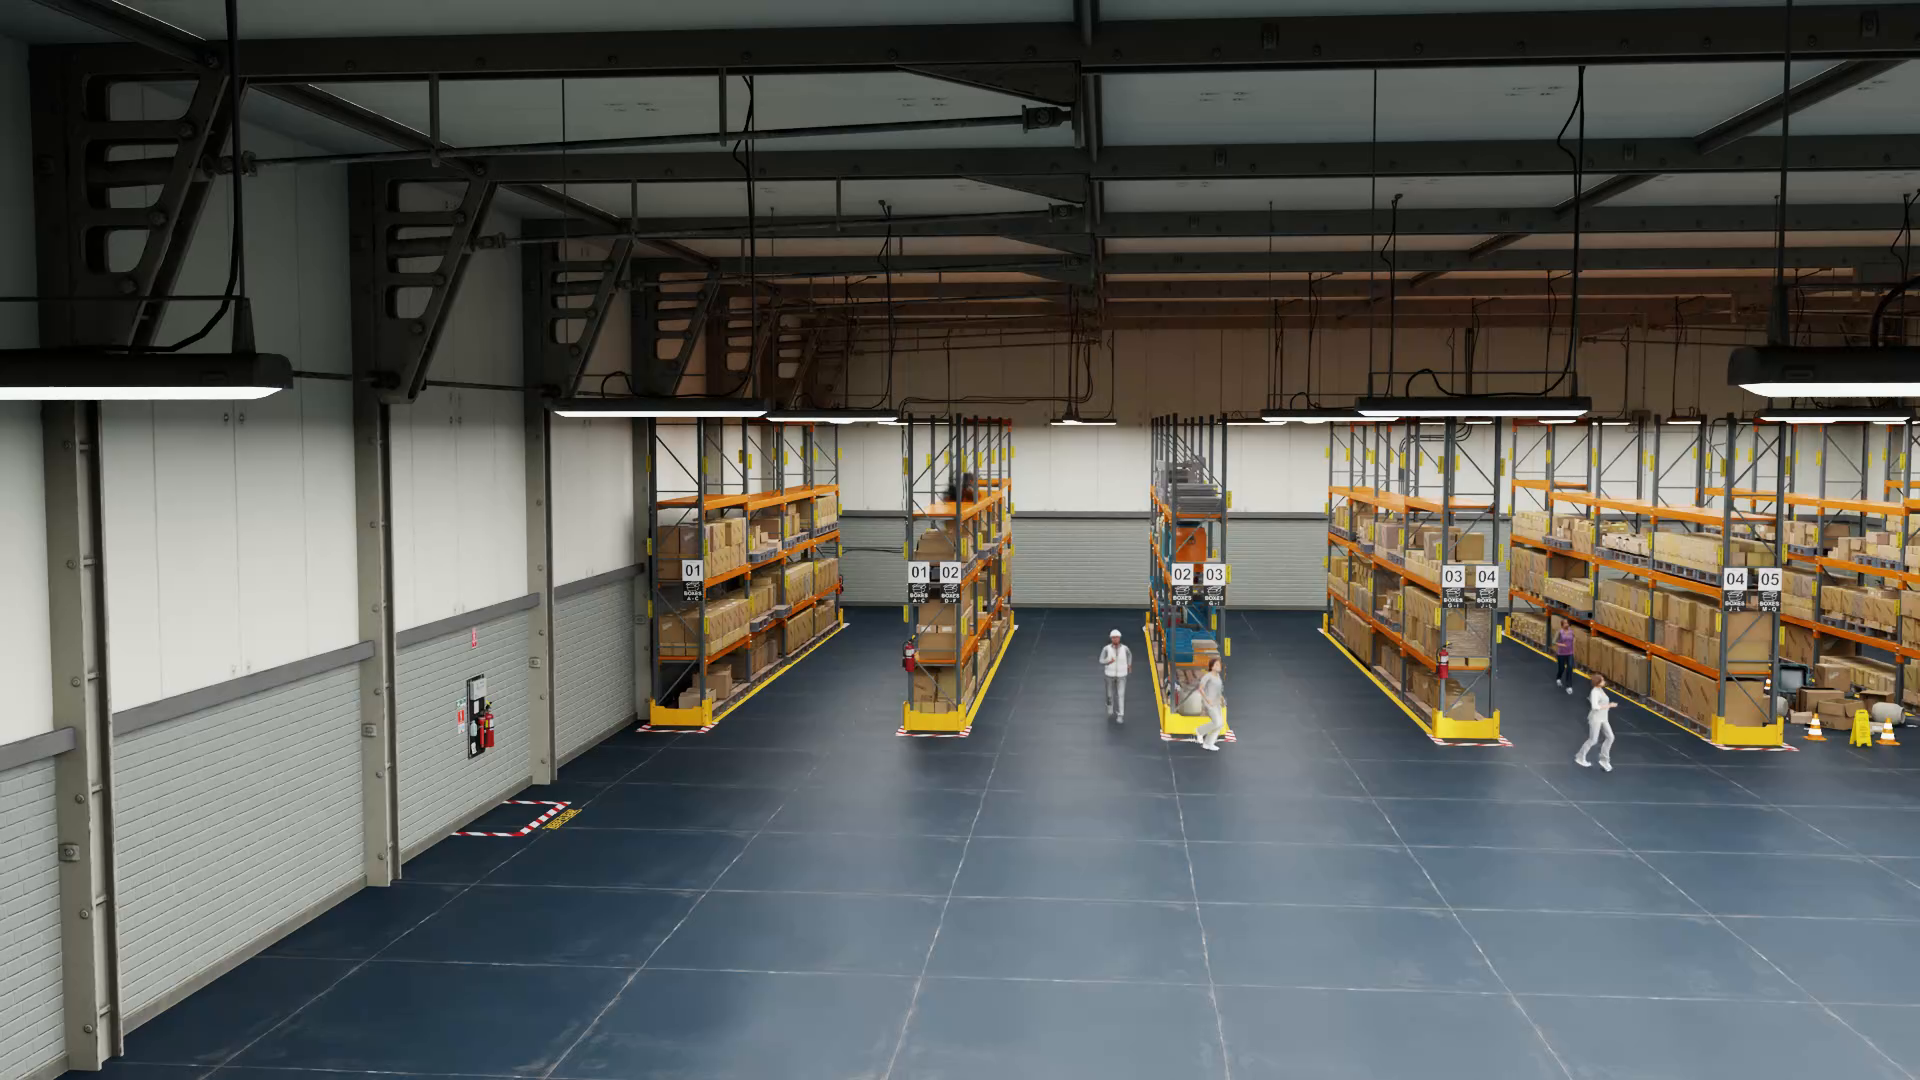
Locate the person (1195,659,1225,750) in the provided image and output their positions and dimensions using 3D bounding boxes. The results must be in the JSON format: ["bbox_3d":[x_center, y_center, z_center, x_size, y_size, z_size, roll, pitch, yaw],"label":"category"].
[{"bbox_3d":[4.468,2.923,29.637,0.547,1.637,0.563,3,5,40],"label":"person"}]

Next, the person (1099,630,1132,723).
[{"bbox_3d":[3.041,2.633,32.430,0.657,1.758,0.971,0,4,3],"label":"person"}]

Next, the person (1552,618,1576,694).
[{"bbox_3d":[13.089,2.486,36.005,0.543,1.598,0.890,0,4,5],"label":"person"}]

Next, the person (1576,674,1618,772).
[{"bbox_3d":[10.652,3.047,27.777,0.677,1.635,0.516,3,5,41],"label":"person"}]
